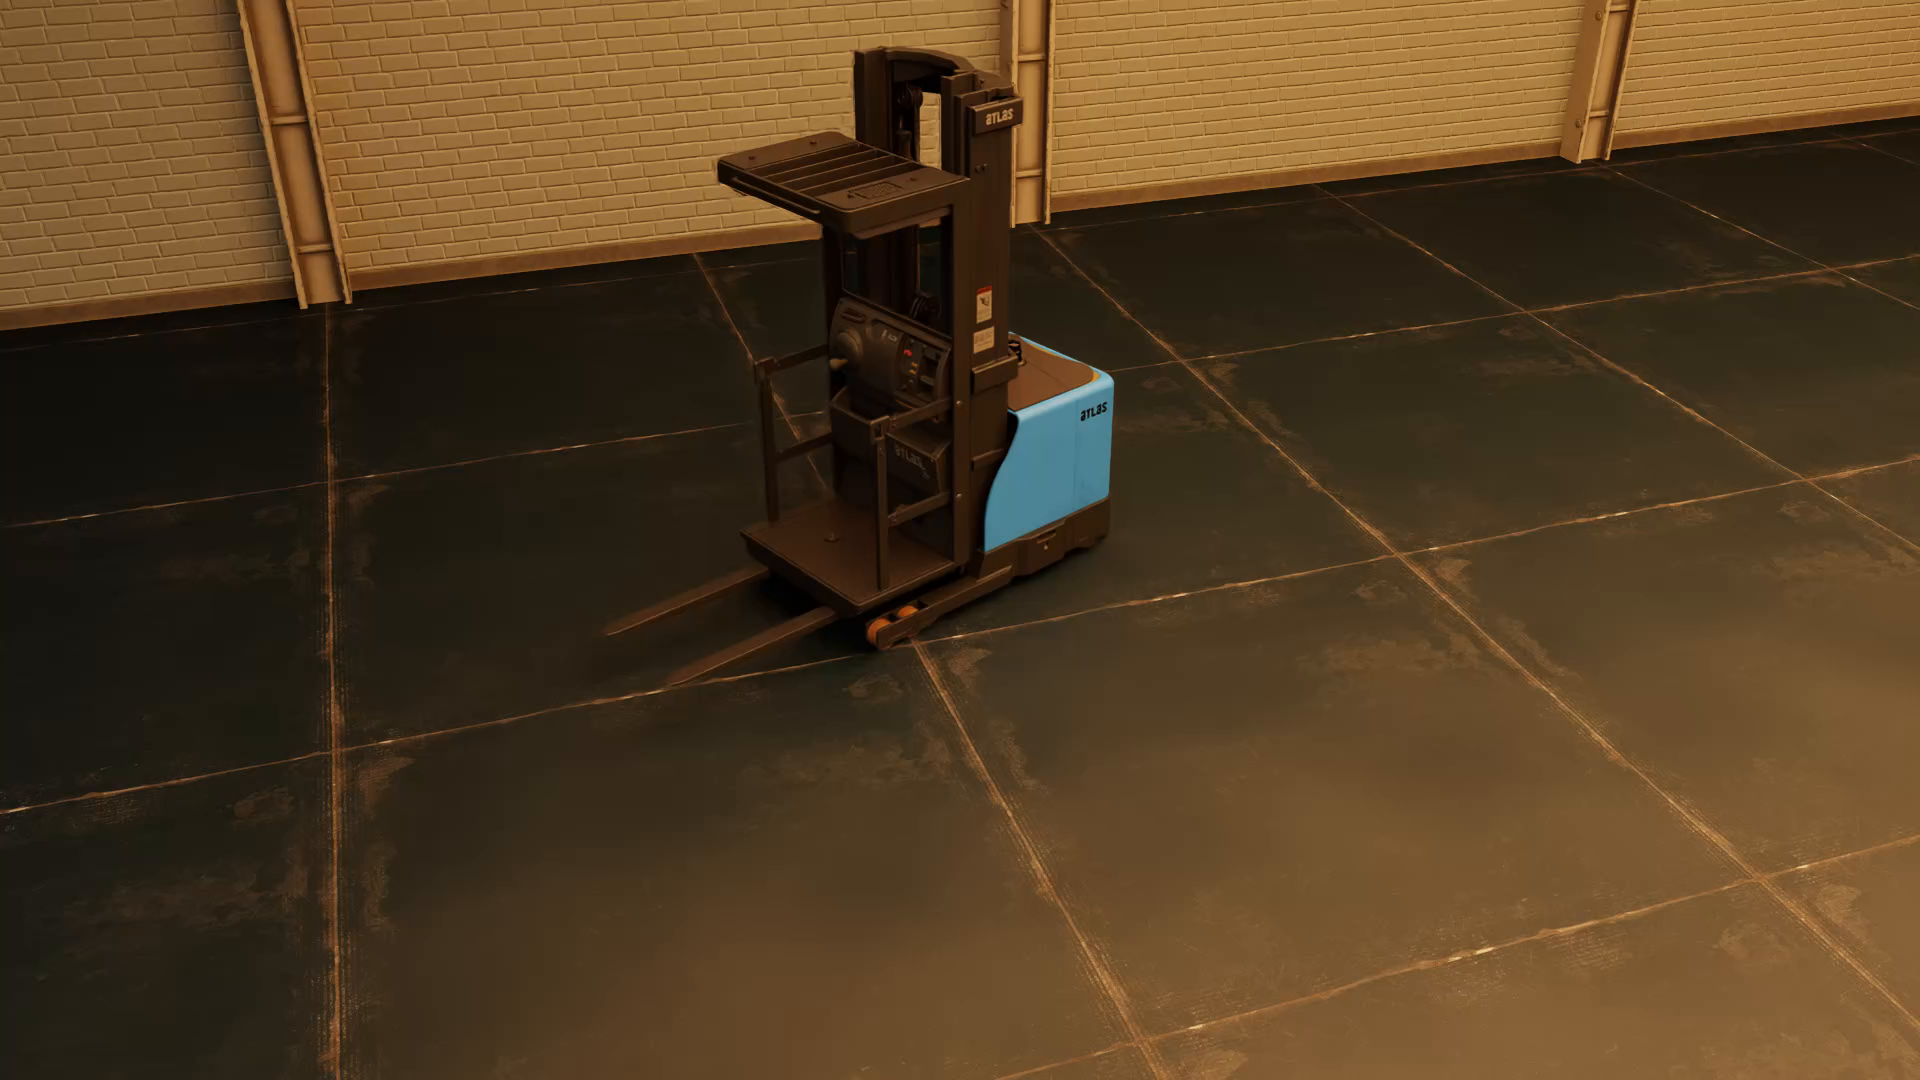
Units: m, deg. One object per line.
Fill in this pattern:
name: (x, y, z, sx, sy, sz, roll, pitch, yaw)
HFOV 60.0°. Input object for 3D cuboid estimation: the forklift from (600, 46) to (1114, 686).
forklift: (-0.539, -0.972, 8.777, 3.031, 2.935, 1.130, -24, 38, -35)
